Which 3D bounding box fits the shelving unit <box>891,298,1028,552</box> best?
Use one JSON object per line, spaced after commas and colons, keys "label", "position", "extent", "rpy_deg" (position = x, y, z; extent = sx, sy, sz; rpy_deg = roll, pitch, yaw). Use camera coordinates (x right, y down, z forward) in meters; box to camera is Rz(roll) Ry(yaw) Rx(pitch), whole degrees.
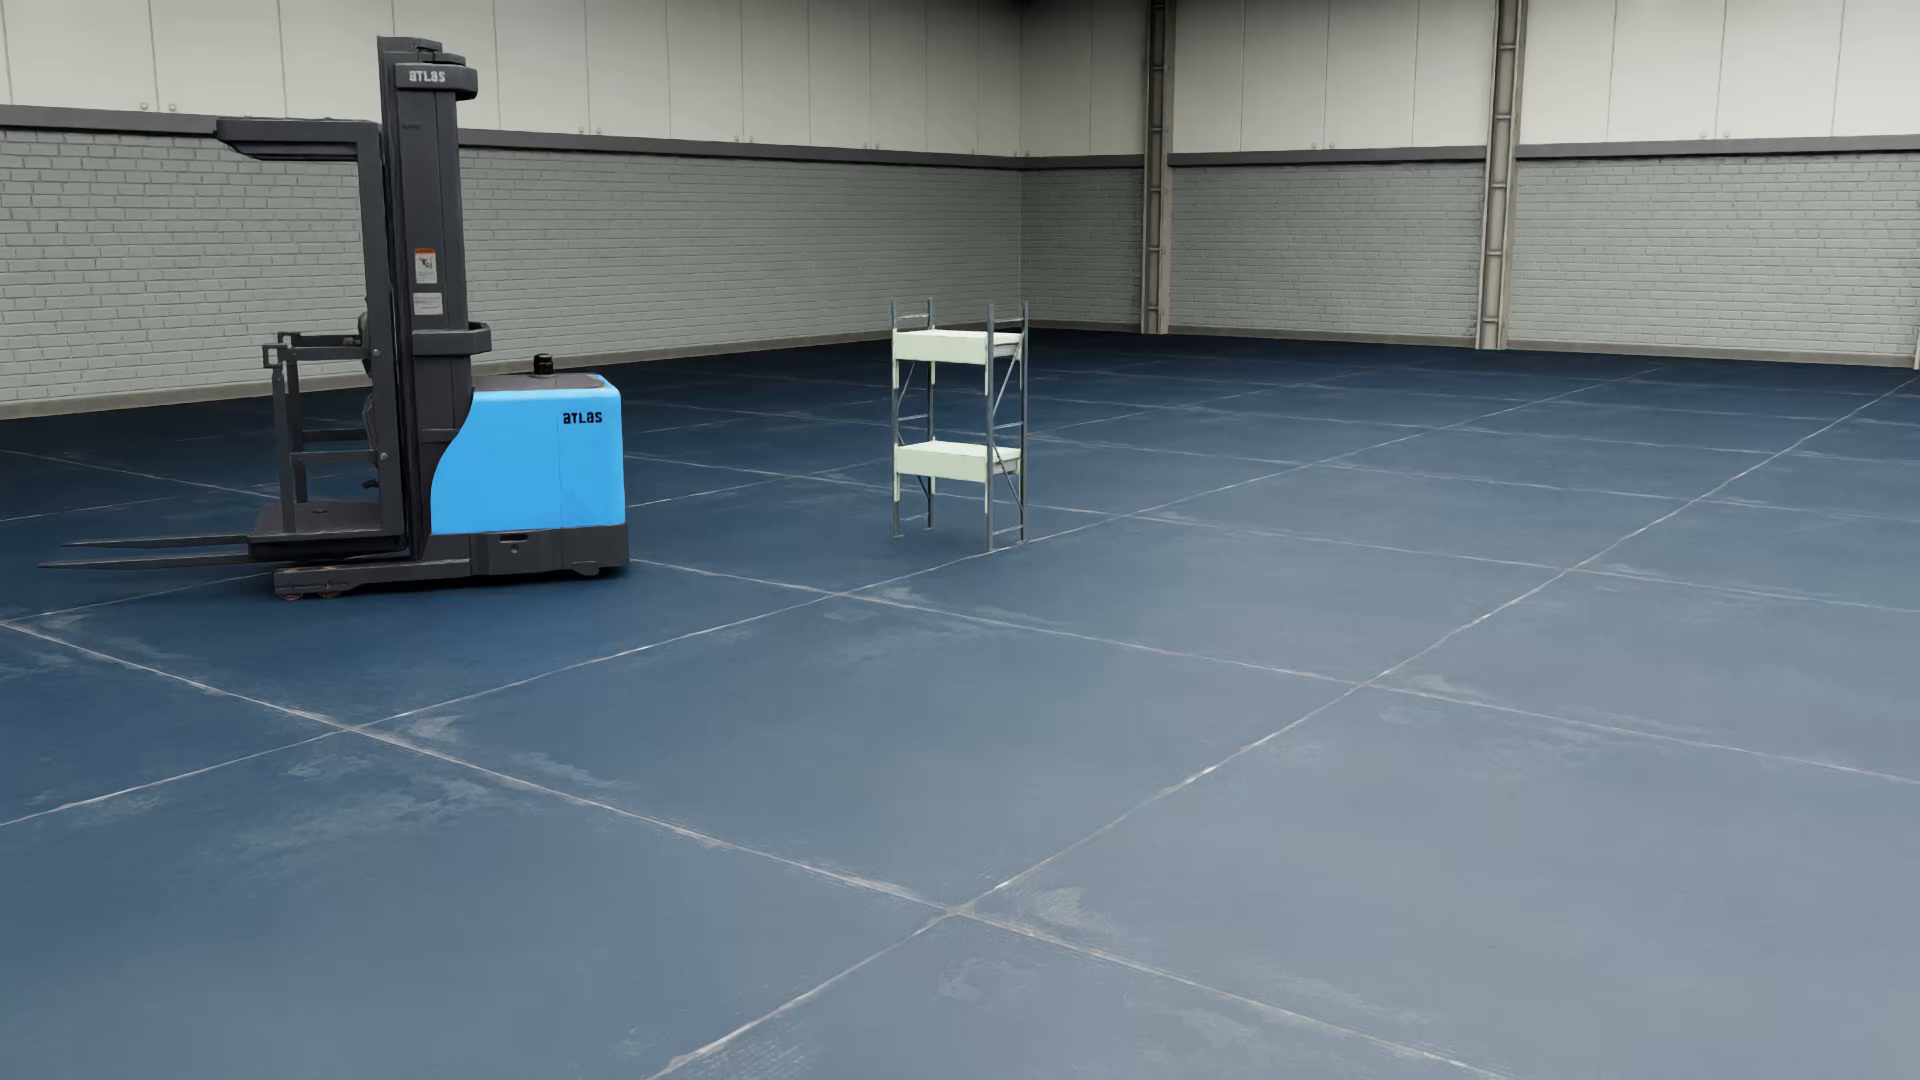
{"label": "shelving unit", "position": [-0.005, -0.737, 10.391], "extent": [0.755, 1.500, 0.431], "rpy_deg": [8, 13, 36]}

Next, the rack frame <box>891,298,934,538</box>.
{"label": "rack frame", "position": [-0.300, -0.778, 10.604], "extent": [0.023, 1.500, 0.400], "rpy_deg": [8, 13, 36]}

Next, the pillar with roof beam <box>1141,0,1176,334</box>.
{"label": "pillar with roof beam", "position": [0.894, -7.412, 25.153], "extent": [0.400, 9.000, 9.100], "rpy_deg": [8, 13, 36]}

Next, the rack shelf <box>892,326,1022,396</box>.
{"label": "rack shelf", "position": [-0.005, -1.120, 10.317], "extent": [0.720, 0.370, 0.431], "rpy_deg": [8, 13, 36]}

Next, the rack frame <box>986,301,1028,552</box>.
{"label": "rack frame", "position": [0.290, -0.696, 10.178], "extent": [0.023, 1.500, 0.400], "rpy_deg": [8, 13, 36]}

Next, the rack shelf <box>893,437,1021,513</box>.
{"label": "rack shelf", "position": [-0.005, -0.417, 10.453], "extent": [0.720, 0.370, 0.431], "rpy_deg": [8, 13, 36]}

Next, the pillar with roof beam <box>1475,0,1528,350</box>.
{"label": "pillar with roof beam", "position": [5.730, -6.738, 21.666], "extent": [0.400, 9.000, 9.100], "rpy_deg": [8, 13, 36]}

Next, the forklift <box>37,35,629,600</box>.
{"label": "forklift", "position": [-3.459, -1.230, 9.170], "extent": [3.031, 2.935, 1.130], "rpy_deg": [-3, 11, -17]}

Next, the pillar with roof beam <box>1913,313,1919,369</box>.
{"label": "pillar with roof beam", "position": [10.566, -6.063, 18.179], "extent": [0.400, 9.000, 9.100], "rpy_deg": [8, 13, 36]}
